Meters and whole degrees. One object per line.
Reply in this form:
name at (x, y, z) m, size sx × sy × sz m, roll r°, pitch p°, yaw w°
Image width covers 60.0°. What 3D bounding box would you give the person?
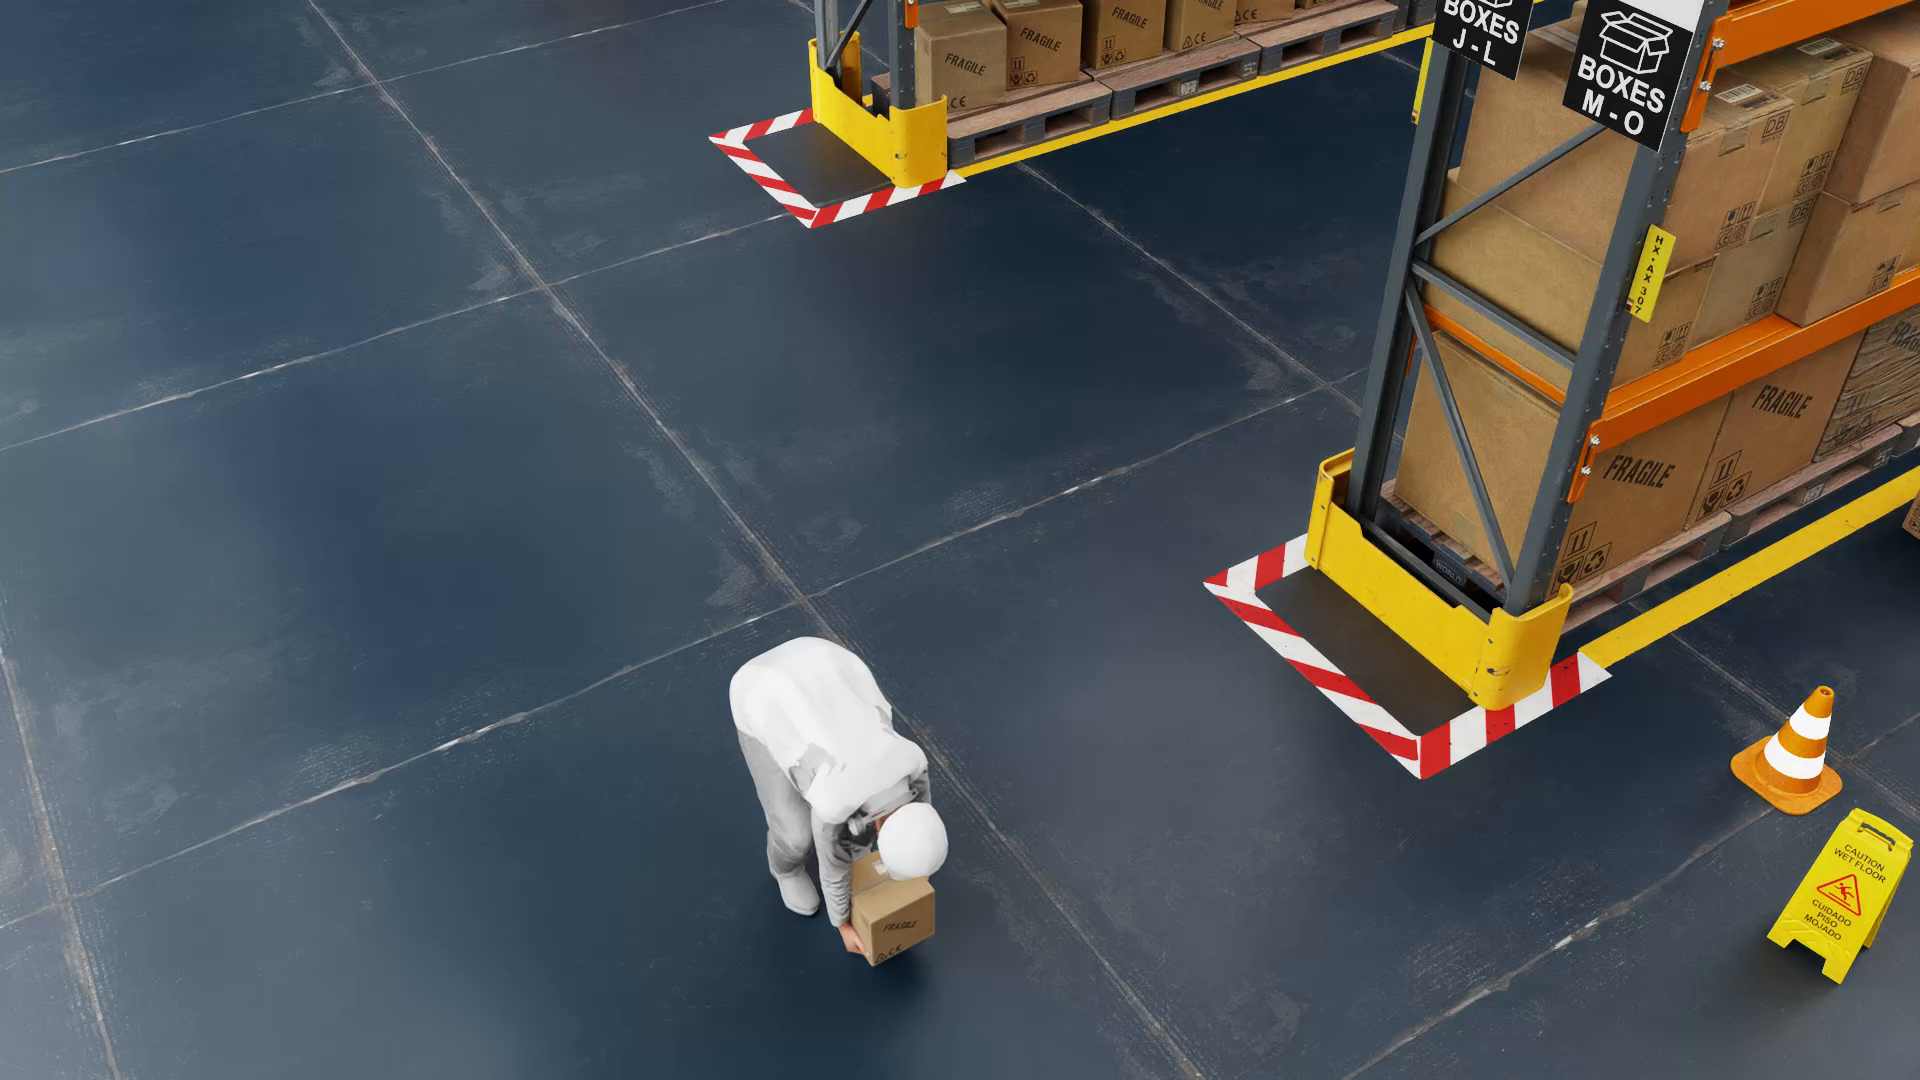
person at (-0.374, 0.926, 5.616) m, size 0.483 × 1.042 × 1.004 m, roll -25°, pitch 46°, yaw -26°
